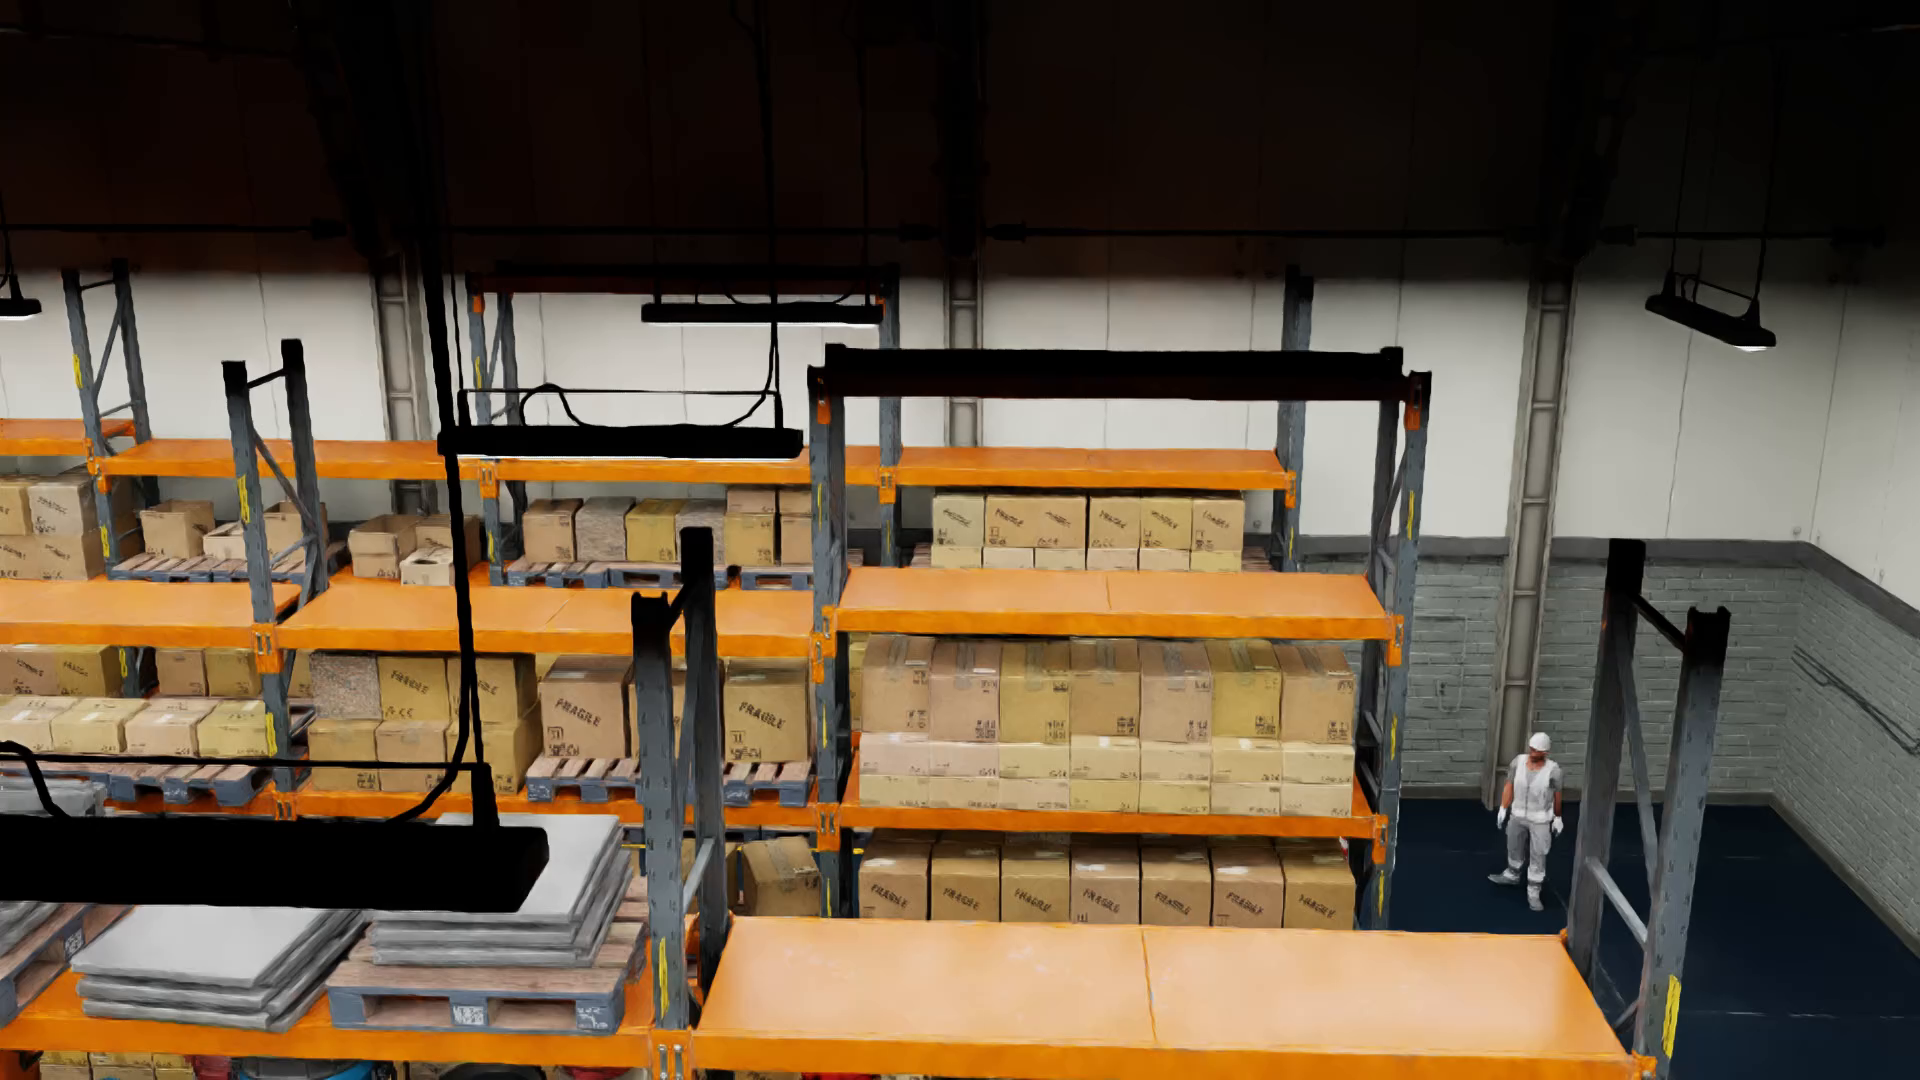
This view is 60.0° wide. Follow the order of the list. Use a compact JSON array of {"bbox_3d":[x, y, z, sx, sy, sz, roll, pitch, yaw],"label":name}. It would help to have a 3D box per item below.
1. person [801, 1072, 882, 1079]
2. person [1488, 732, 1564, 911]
[{"bbox_3d":[-0.812,4.051,11.502,0.618,1.740,0.380,-3,16,-11],"label":"person"},{"bbox_3d":[5.511,2.671,16.231,0.697,1.789,0.479,14,21,41],"label":"person"}]
